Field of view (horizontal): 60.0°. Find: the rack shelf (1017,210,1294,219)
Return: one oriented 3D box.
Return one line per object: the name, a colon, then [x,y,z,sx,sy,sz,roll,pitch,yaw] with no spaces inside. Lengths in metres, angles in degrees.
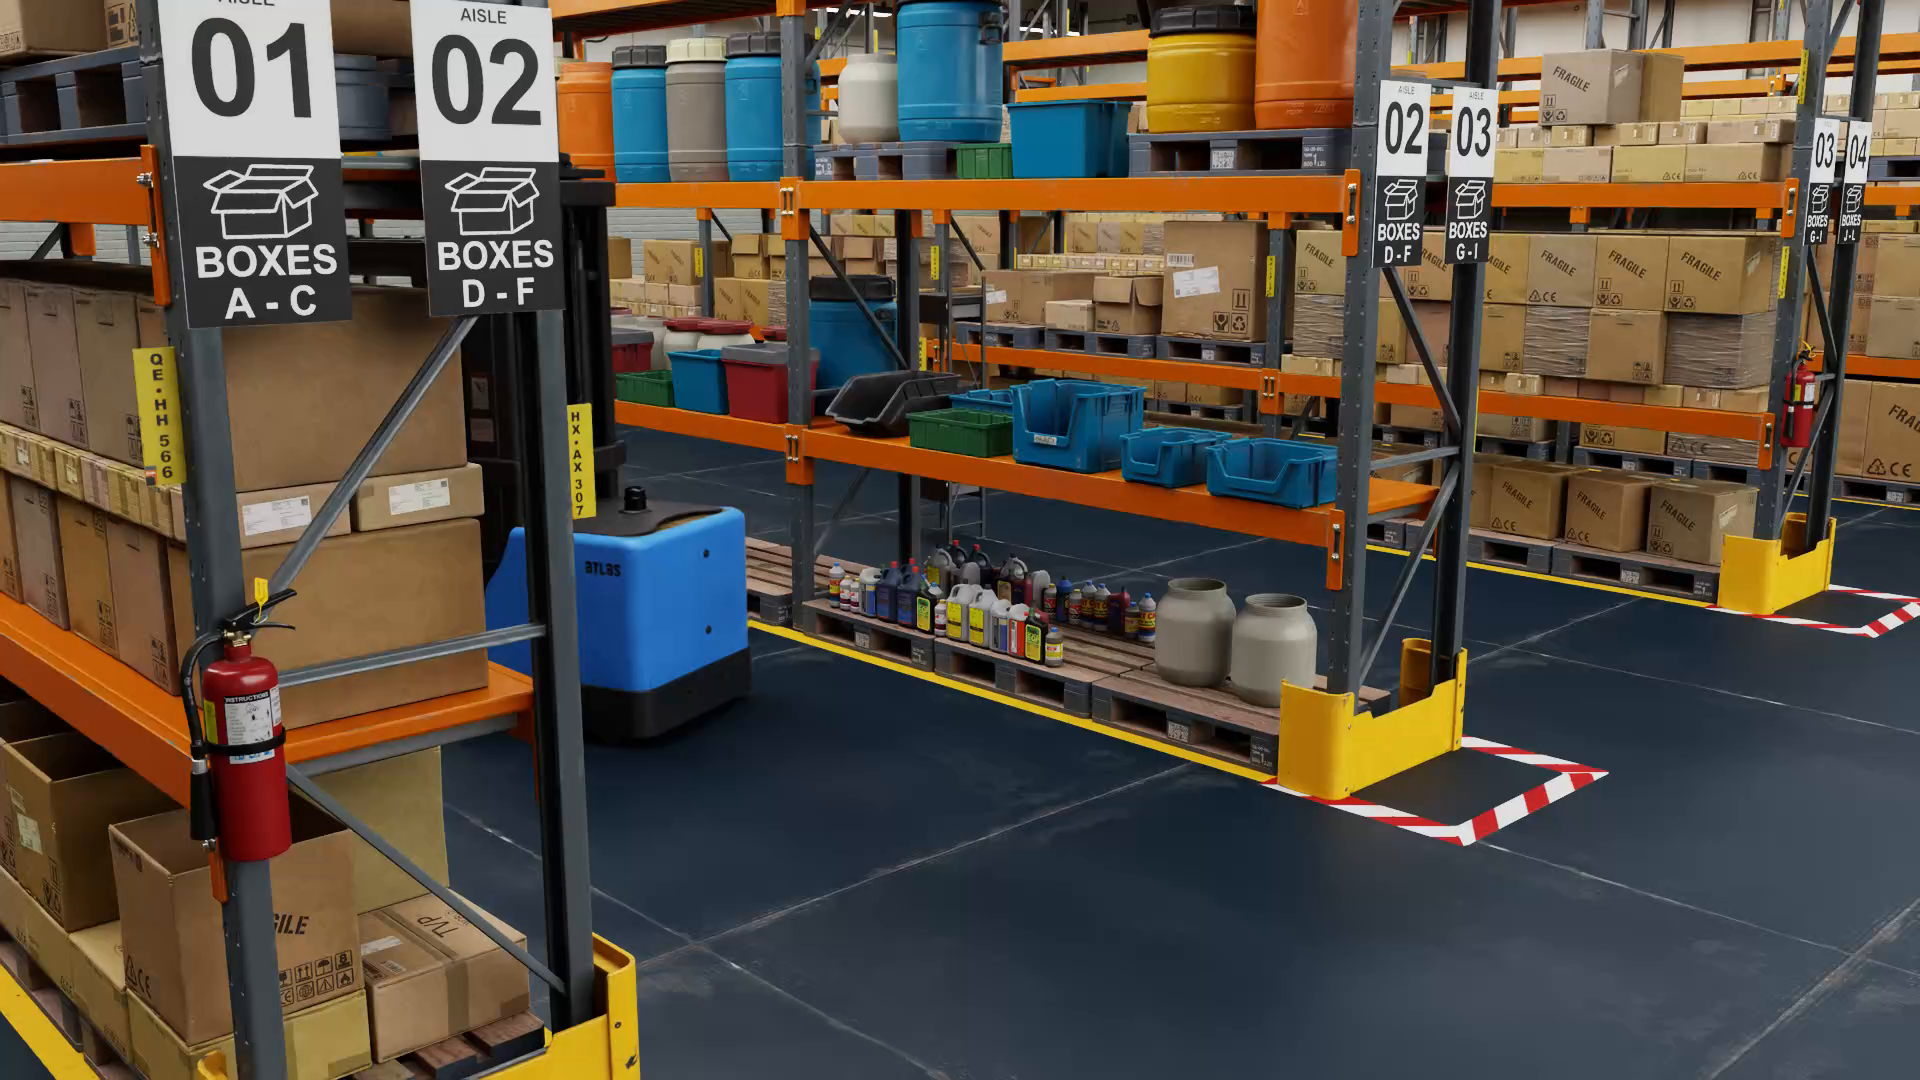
rack shelf: [2.430,-4.315,21.272,1.077,0.370,4.000,-11,16,-43]

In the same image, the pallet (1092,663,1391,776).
pallet: [1.453,0.870,8.667,1.003,0.211,1.213,-11,16,-43]

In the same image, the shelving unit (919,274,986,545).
shelving unit: [-0.114,-1.053,13.317,0.431,2.100,0.503,-11,16,-43]

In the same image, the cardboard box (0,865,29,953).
cardboard box: [-3.117,1.204,5.907,0.500,0.250,0.500,-11,16,-43]

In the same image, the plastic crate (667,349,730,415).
plastic crate: [-1.653,-1.066,11.191,0.392,0.384,0.575,-11,16,-43]

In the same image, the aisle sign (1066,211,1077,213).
aisle sign: [1.971,-6.105,29.170,0.394,0.787,0.004,-11,16,-43]

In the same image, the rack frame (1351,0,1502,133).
rack frame: [2.096,-3.311,7.179,1.000,3.000,0.127,-11,16,-43]

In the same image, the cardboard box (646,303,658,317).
cardboard box: [-3.589,-2.802,20.201,0.380,0.149,0.250,-11,16,-42]

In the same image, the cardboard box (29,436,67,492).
cardboard box: [-2.786,-0.267,5.419,0.380,0.149,0.250,-10,16,-41]

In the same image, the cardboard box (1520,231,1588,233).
cardboard box: [4.460,-2.084,12.630,0.500,0.500,0.500,-11,16,-43]

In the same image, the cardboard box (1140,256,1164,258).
cardboard box: [2.554,-3.603,21.575,0.380,0.149,0.250,-11,16,-43]

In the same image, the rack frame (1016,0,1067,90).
rack frame: [1.049,-6.428,22.313,1.000,3.000,0.127,-11,16,-43]

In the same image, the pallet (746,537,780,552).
pallet: [-2.083,0.122,12.294,1.003,0.211,1.213,-11,16,-43]

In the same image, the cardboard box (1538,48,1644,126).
cardboard box: [4.425,-3.162,11.668,0.500,0.500,0.500,-11,16,-43]

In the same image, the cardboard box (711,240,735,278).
cardboard box: [-2.754,-3.359,20.057,0.500,0.500,0.500,-11,16,-43]

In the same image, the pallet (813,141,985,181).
pallet: [-0.097,-2.241,9.889,1.213,0.211,1.003,-11,16,-43]

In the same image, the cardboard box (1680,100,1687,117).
cardboard box: [6.931,-4.139,15.994,0.380,0.149,0.250,-11,16,-43]

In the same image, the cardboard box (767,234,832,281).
cardboard box: [-1.696,-3.160,18.583,0.797,0.503,0.637,-11,16,-42]

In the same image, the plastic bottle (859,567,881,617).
plastic bottle: [-0.520,0.313,10.116,0.152,0.276,0.135,-10,15,-41]

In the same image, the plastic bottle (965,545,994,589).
plastic bottle: [0.120,0.208,10.444,0.185,0.351,0.144,11,16,42]

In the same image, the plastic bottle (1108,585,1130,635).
plastic bottle: [0.926,0.399,9.682,0.061,0.283,0.133,-11,16,-42]

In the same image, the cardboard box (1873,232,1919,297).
cardboard box: [8.661,-2.468,14.910,0.875,0.550,0.550,-11,16,-43]

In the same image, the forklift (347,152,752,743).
forklift: [-2.697,-0.597,9.044,3.031,2.935,1.130,5,13,25]

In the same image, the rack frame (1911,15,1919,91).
rack frame: [13.671,-6.658,23.426,1.000,3.000,0.127,-11,16,-43]

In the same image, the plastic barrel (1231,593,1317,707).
plastic barrel: [1.587,0.555,8.408,0.421,0.512,0.421,0,12,0]

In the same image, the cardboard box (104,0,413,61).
cardboard box: [-1.883,-1.561,4.477,0.797,0.503,0.637,-9,15,-39]

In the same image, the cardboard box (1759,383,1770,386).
cardboard box: [5.654,-1.014,11.523,0.380,0.149,0.250,-11,16,-43]

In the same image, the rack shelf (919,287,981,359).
rack shelf: [-0.114,-1.725,13.178,0.431,0.518,0.480,-11,16,-43]

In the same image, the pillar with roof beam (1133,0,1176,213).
pillar with roof beam: [1.060,-8.328,31.534,9.100,9.000,0.548,-11,16,-43]

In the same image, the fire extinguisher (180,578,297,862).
fire extinguisher: [-1.743,0.437,4.047,0.296,0.674,0.183,-11,16,-43]

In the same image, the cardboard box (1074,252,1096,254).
cardboard box: [2.290,-4.647,28.288,0.500,0.500,0.500,-11,16,-43]

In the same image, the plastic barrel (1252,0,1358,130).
plastic barrel: [1.669,-2.311,7.655,0.600,0.830,0.708,-11,16,-43]

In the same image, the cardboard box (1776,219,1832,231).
cardboard box: [10.231,-3.617,20.072,0.700,0.500,0.500,-11,16,-43]

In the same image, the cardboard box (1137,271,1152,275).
cardboard box: [2.429,-3.293,20.808,0.380,0.149,0.250,-11,16,-43]

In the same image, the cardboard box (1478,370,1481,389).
cardboard box: [3.893,-1.233,12.584,0.380,0.149,0.250,-11,16,-43]

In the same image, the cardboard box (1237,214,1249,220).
cardboard box: [4.529,-5.133,26.561,0.380,0.149,0.250,-11,16,-43]

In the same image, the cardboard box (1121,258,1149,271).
cardboard box: [2.250,-3.477,20.962,0.380,0.149,0.250,-10,15,-40]

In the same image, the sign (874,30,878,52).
sign: [-1.298,-7.622,25.397,0.100,0.325,0.005,-11,16,-43]

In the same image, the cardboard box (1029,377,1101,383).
cardboard box: [1.012,-1.419,16.111,0.500,0.250,0.500,-9,14,-36]

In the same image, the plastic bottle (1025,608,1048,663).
plastic bottle: [0.417,0.521,9.089,0.061,0.283,0.133,-10,16,-41]

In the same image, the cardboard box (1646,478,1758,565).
cardboard box: [5.259,-0.137,11.798,0.500,0.500,0.500,-7,14,-32]

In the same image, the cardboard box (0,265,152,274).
cardboard box: [-3.245,-0.740,6.107,0.700,0.500,0.500,-11,16,-43]

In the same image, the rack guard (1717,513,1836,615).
rack guard: [5.626,0.151,11.441,1.175,0.500,0.348,-11,16,-43]

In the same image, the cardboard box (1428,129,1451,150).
cardboard box: [3.644,-2.994,12.460,0.380,0.149,0.250,-11,16,-44]

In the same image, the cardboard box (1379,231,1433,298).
cardboard box: [3.389,-2.157,12.983,0.500,0.500,0.500,-11,16,-43]

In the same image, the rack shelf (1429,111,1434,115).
rack shelf: [6.765,-7.763,30.582,1.077,0.370,4.000,-11,16,-43]

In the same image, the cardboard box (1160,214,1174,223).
cardboard box: [3.461,-5.209,26.928,0.380,0.149,0.250,-11,16,-43]

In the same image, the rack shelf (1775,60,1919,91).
rack shelf: [11.465,-5.320,18.722,1.077,0.370,4.000,-11,16,-43]

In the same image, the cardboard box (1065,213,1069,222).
cardboard box: [1.842,-5.544,28.556,0.380,0.149,0.250,-10,16,-41]

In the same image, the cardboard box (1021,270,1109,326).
cardboard box: [1.014,-2.344,16.066,0.700,0.500,0.500,-8,14,-34]

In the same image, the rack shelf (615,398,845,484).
rack shelf: [-2.047,-0.896,12.107,1.077,0.370,4.000,-11,16,-43]

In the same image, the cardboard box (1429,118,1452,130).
cardboard box: [5.214,-4.465,18.678,0.500,0.500,0.500,-11,16,-43]

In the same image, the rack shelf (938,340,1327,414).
rack shelf: [1.535,-1.586,15.458,1.077,0.370,4.000,-11,16,-43]

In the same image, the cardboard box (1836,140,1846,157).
cardboard box: [7.984,-3.526,14.995,0.380,0.149,0.250,-11,16,-42]

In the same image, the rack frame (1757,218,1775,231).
rack frame: [10.084,-3.027,20.671,1.000,3.000,0.127,-11,16,-43]

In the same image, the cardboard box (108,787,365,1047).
cardboard box: [-2.074,1.054,4.775,0.500,0.500,0.500,-11,16,-43]

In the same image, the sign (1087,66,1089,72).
sign: [2.199,-8.287,28.821,0.100,0.325,0.005,-11,16,-43]

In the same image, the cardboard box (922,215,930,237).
cardboard box: [-0.545,-4.430,24.018,0.500,0.500,0.500,11,16,43]

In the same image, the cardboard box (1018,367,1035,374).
cardboard box: [1.030,-2.397,23.639,0.250,0.149,0.380,11,16,43]
